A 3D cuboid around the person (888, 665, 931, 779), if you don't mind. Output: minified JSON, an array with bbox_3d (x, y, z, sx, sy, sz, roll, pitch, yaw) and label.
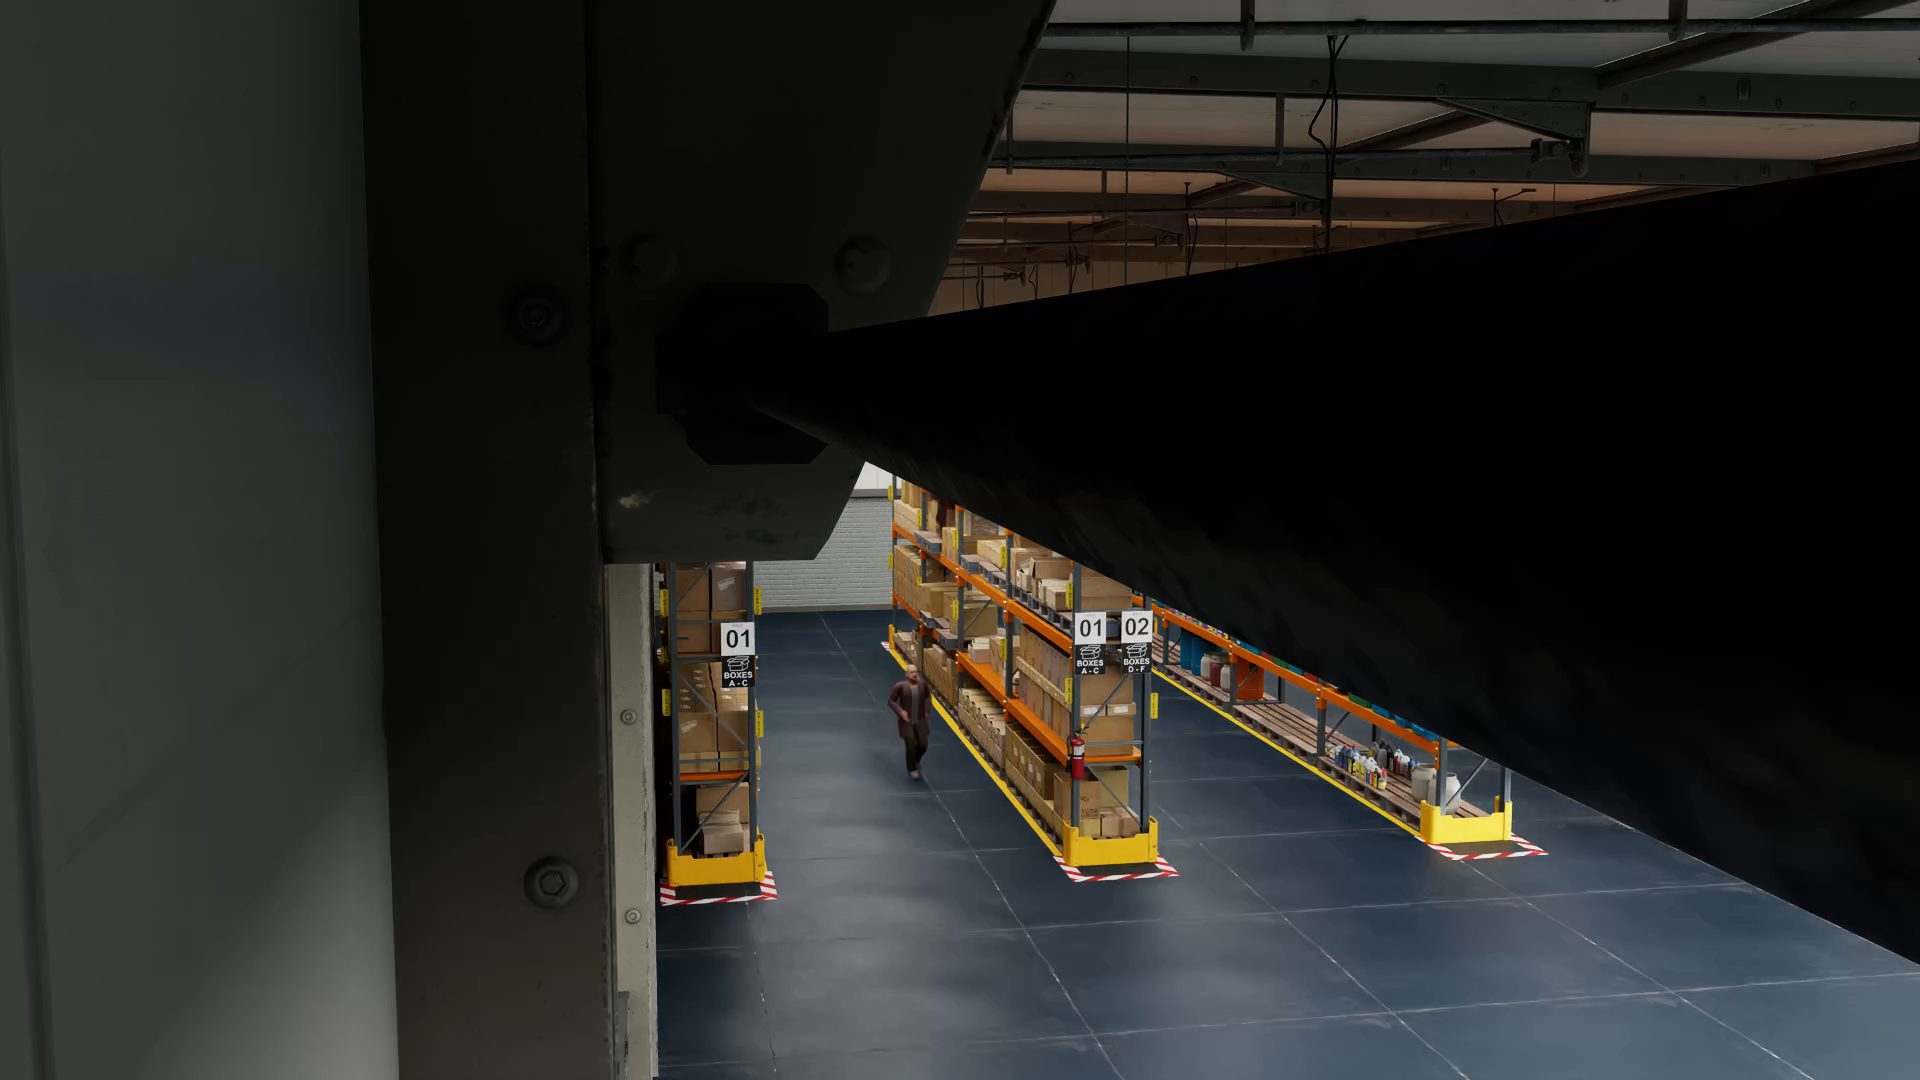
[{"bbox_3d":[-0.736,2.745,25.185,0.715,1.740,0.633,-2,6,-17],"label":"person"}]
